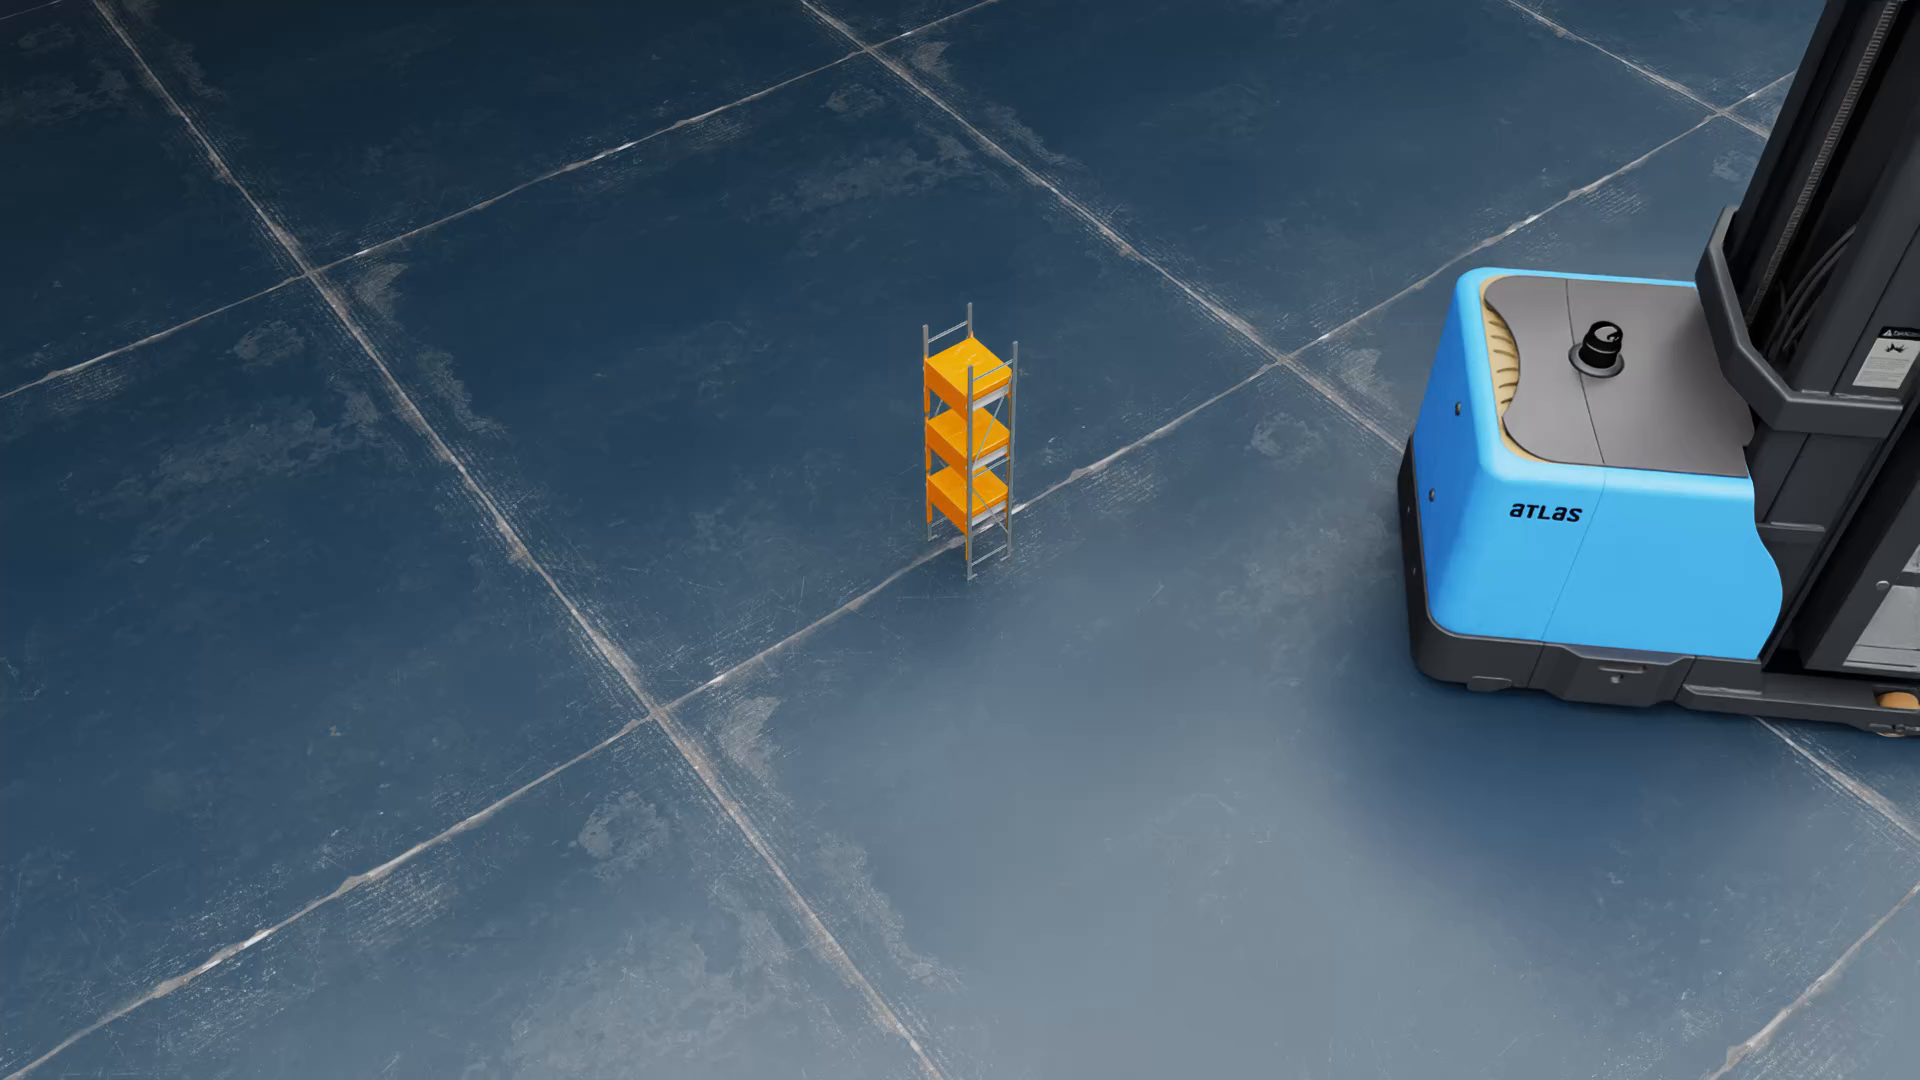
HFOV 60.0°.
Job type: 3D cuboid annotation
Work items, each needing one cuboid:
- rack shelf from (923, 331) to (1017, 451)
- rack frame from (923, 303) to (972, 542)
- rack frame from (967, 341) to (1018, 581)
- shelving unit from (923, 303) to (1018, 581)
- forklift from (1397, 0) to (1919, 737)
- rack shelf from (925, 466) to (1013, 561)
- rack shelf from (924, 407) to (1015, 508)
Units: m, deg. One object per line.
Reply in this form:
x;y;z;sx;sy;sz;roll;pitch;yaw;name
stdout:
0.032;-0.505;5.630;0.215;0.259;0.240;-29;54;-24;rack shelf
-0.041;-0.393;5.898;0.200;1.050;0.008;-29;54;-24;rack frame
0.106;-0.249;5.767;0.200;1.050;0.008;-29;54;-24;rack frame
0.032;-0.321;5.832;0.215;1.050;0.252;-29;54;-24;shelving unit
3.127;-0.719;4.923;3.031;2.935;1.130;5;48;4;forklift
0.032;-0.127;6.046;0.215;0.259;0.240;-29;54;-24;rack shelf
0.032;-0.314;5.840;0.215;0.259;0.240;-29;54;-24;rack shelf
